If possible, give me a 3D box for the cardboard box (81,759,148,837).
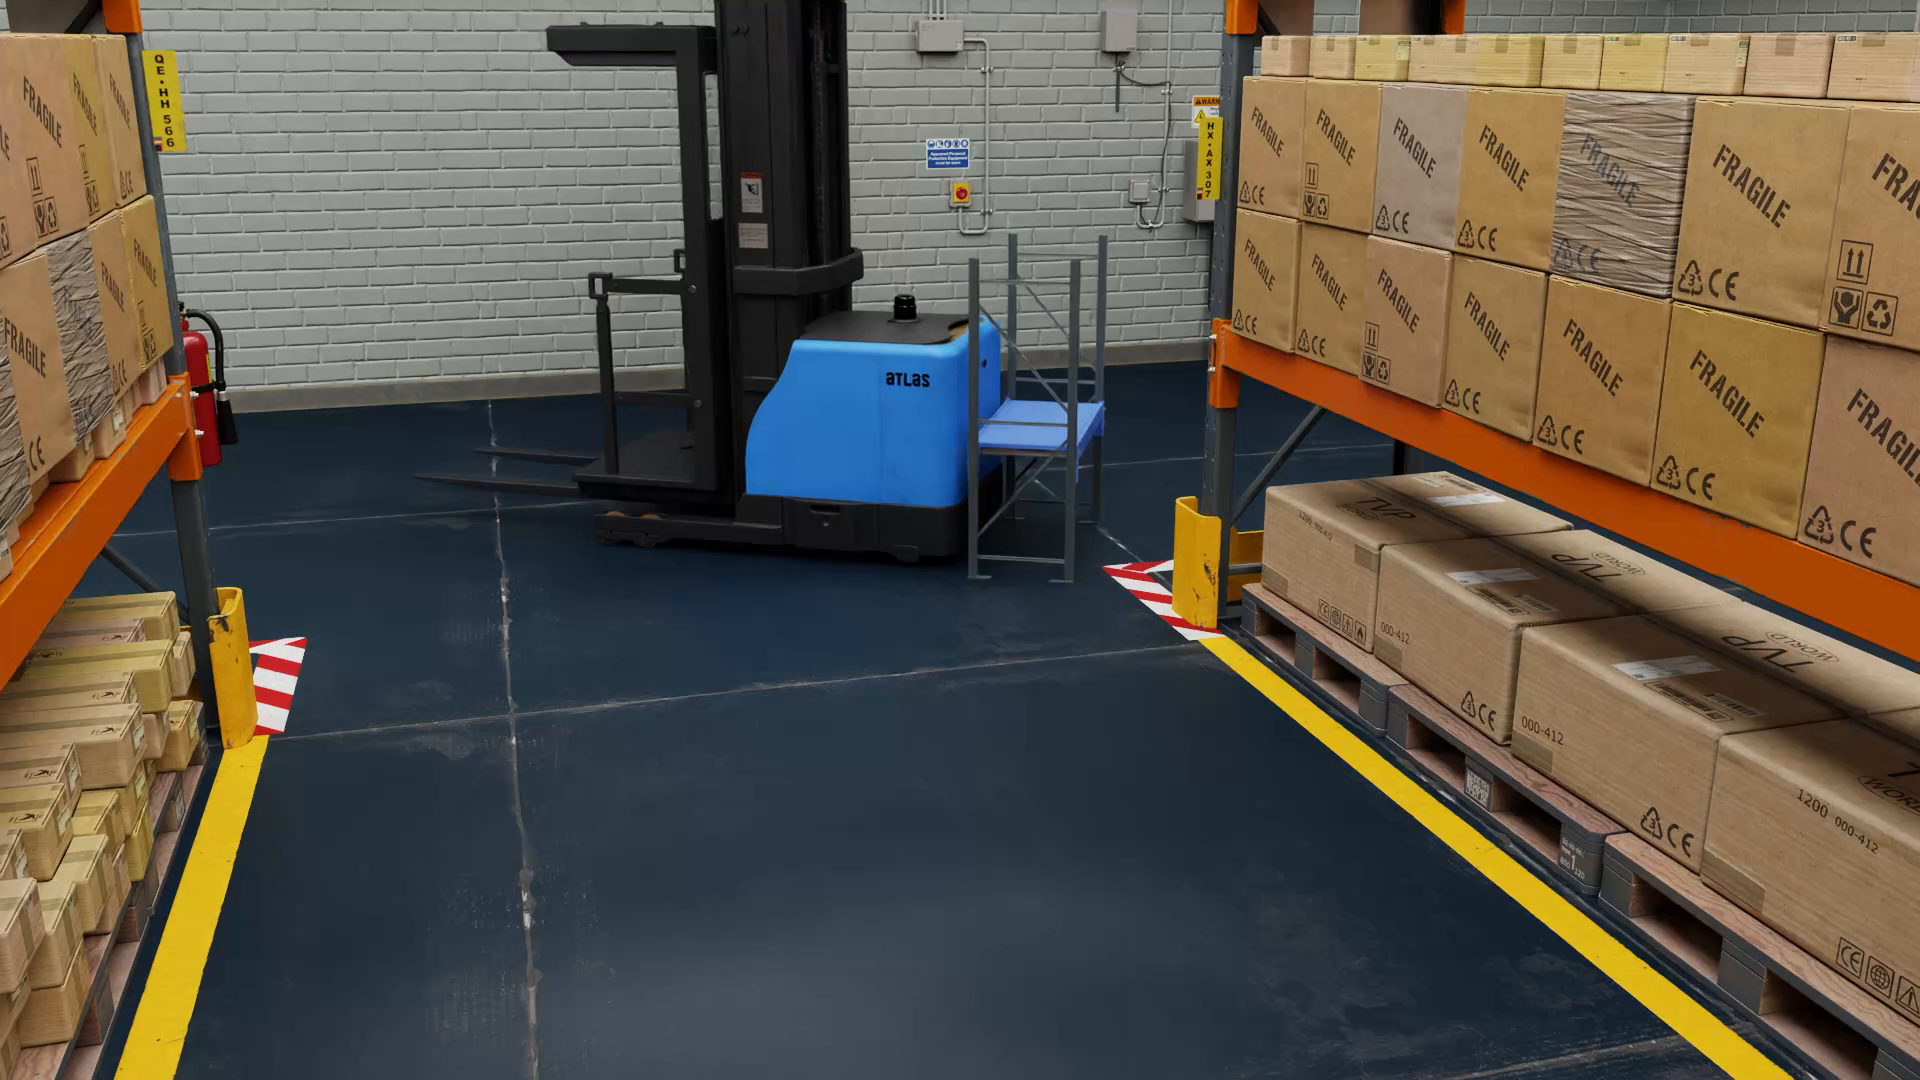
[{"bbox_3d":[-2.466,0.716,4.564,0.380,0.149,0.250,-4,17,-14],"label":"cardboard box"}]

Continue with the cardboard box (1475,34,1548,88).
[{"bbox_3d":[1.764,-1.420,4.925,0.380,0.149,0.250,-5,17,-17],"label":"cardboard box"}]

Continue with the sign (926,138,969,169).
[{"bbox_3d":[-0.089,-2.835,12.206,0.327,0.218,0.001,-5,17,-15],"label":"sign"}]

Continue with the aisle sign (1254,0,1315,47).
[{"bbox_3d":[1.248,-2.377,6.631,0.394,0.787,0.004,-5,17,-15],"label":"aisle sign"}]

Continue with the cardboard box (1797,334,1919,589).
[{"bbox_3d":[2.273,-0.184,3.677,0.500,0.500,0.500,-5,17,-15],"label":"cardboard box"}]

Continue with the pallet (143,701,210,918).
[{"bbox_3d":[-2.975,0.869,5.193,1.003,0.211,1.213,-5,17,-15],"label":"pallet"}]

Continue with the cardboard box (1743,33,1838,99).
[{"bbox_3d":[2.141,-1.145,4.012,0.380,0.149,0.250,-5,17,-16],"label":"cardboard box"}]

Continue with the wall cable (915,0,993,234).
[{"bbox_3d":[-0.025,-3.194,12.051,0.585,1.953,0.123,-5,17,-15],"label":"wall cable"}]

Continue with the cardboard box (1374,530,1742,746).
[{"bbox_3d":[2.084,0.319,5.901,0.875,0.438,0.875,-4,17,-14],"label":"cardboard box"}]

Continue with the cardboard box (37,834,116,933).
[{"bbox_3d":[-2.311,0.862,4.076,0.380,0.149,0.250,-5,17,-15],"label":"cardboard box"}]

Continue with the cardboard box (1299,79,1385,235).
[{"bbox_3d":[1.553,-1.364,5.866,0.500,0.500,0.500,-5,17,-17],"label":"cardboard box"}]

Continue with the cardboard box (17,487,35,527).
[{"bbox_3d":[-2.466,-0.092,3.980,0.380,0.149,0.250,-4,17,-14],"label":"cardboard box"}]

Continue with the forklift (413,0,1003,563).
[{"bbox_3d":[-1.350,-1.508,8.376,3.031,2.935,1.130,4,17,14],"label":"forklift"}]

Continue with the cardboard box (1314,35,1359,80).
[{"bbox_3d":[1.480,-1.704,5.872,0.380,0.149,0.250,-4,17,-14],"label":"cardboard box"}]

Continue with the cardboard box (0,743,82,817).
[{"bbox_3d":[-2.485,0.654,4.251,0.380,0.149,0.250,-5,18,-17],"label":"cardboard box"}]

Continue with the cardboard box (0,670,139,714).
[{"bbox_3d":[-2.578,0.503,4.756,0.380,0.149,0.250,-5,18,-17],"label":"cardboard box"}]

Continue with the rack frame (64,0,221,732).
[{"bbox_3d":[-3.185,-0.715,5.619,1.000,3.000,0.127,-5,17,-15],"label":"rack frame"}]

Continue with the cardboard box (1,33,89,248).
[{"bbox_3d":[-2.529,-0.994,4.119,0.500,0.500,0.500,-4,17,-12],"label":"cardboard box"}]

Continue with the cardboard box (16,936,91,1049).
[{"bbox_3d":[-2.272,1.074,3.889,0.380,0.149,0.250,-5,17,-17],"label":"cardboard box"}]

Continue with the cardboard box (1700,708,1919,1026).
[{"bbox_3d":[2.577,0.816,4.246,0.875,0.438,0.875,-5,17,-16],"label":"cardboard box"}]

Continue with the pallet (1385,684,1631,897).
[{"bbox_3d":[2.173,0.753,5.579,1.003,0.211,1.213,-5,17,-15],"label":"pallet"}]

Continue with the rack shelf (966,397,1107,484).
[{"bbox_3d":[0.389,-0.500,8.136,0.538,0.185,1.000,3,17,11],"label":"rack shelf"}]

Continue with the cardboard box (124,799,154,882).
[{"bbox_3d":[-2.471,0.854,4.621,0.380,0.149,0.250,-6,18,-18],"label":"cardboard box"}]

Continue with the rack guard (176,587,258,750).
[{"bbox_3d":[-3.164,0.503,5.909,1.175,0.500,0.348,-5,17,-15],"label":"rack guard"}]

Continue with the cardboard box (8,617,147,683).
[{"bbox_3d":[-2.782,0.365,5.216,0.380,0.149,0.250,-4,17,-14],"label":"cardboard box"}]

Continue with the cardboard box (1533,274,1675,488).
[{"bbox_3d":[1.974,-0.464,4.608,0.500,0.500,0.500,-5,17,-16],"label":"cardboard box"}]

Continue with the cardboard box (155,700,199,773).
[{"bbox_3d":[-2.672,0.641,5.329,0.380,0.149,0.250,-4,17,-14],"label":"cardboard box"}]

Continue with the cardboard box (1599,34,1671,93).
[{"bbox_3d":[1.965,-1.284,4.474,0.380,0.149,0.250,-5,17,-16],"label":"cardboard box"}]

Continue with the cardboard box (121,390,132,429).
[{"bbox_3d":[-2.708,-0.387,4.964,0.380,0.149,0.250,-5,17,-16],"label":"cardboard box"}]

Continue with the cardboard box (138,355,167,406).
[{"bbox_3d":[-2.824,-0.527,5.429,0.380,0.149,0.250,-5,17,-15],"label":"cardboard box"}]

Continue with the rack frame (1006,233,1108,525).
[{"bbox_3d":[0.491,-0.816,8.561,0.500,1.500,0.032,3,17,11],"label":"rack frame"}]

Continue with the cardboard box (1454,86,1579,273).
[{"bbox_3d":[1.840,-1.084,4.935,0.500,0.500,0.500,-5,17,-15],"label":"cardboard box"}]

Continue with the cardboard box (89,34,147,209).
[{"bbox_3d":[-2.820,-1.278,5.062,0.500,0.500,0.500,-5,17,-16],"label":"cardboard box"}]

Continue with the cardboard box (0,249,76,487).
[{"bbox_3d":[-2.402,-0.381,3.814,0.500,0.500,0.500,-4,17,-12],"label":"cardboard box"}]

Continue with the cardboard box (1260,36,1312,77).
[{"bbox_3d":[1.378,-1.852,6.364,0.380,0.149,0.250,-4,17,-14],"label":"cardboard box"}]

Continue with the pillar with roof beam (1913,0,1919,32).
[{"bbox_3d":[2.305,-4.878,9.049,9.100,9.000,0.400,-5,17,-15],"label":"pillar with roof beam"}]

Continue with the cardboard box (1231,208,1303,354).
[{"bbox_3d":[1.403,-1.027,6.483,0.500,0.500,0.500,-5,17,-16],"label":"cardboard box"}]

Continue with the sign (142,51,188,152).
[{"bbox_3d":[-2.646,-1.459,5.535,0.100,0.325,0.005,-5,17,-15],"label":"sign"}]

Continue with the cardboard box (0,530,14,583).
[{"bbox_3d":[-2.258,0.047,3.519,0.380,0.149,0.250,-4,17,-13],"label":"cardboard box"}]

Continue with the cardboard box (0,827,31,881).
[{"bbox_3d":[-2.356,0.796,3.780,0.380,0.149,0.250,-5,18,-18],"label":"cardboard box"}]

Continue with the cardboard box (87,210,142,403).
[{"bbox_3d":[-2.677,-0.659,4.740,0.500,0.500,0.500,-5,17,-16],"label":"cardboard box"}]

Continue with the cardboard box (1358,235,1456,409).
[{"bbox_3d":[1.691,-0.747,5.551,0.500,0.500,0.500,-5,17,-16],"label":"cardboard box"}]

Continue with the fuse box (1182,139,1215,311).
[{"bbox_3d":[2.035,-2.201,12.805,0.539,1.711,0.414,-5,17,-15],"label":"fuse box"}]

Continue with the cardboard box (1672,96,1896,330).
[{"bbox_3d":[2.119,-0.805,4.005,0.500,0.500,0.500,-5,17,-16],"label":"cardboard box"}]

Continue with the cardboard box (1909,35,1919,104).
[{"bbox_3d":[2.287,-1.007,3.551,0.380,0.149,0.250,-4,17,-14],"label":"cardboard box"}]

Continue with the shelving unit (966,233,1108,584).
[{"bbox_3d":[0.389,-0.673,8.084,0.538,1.500,1.048,3,17,11],"label":"shelving unit"}]

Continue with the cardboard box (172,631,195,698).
[{"bbox_3d":[-2.765,0.430,5.515,0.380,0.149,0.250,-5,17,-17],"label":"cardboard box"}]

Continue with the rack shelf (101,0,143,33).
[{"bbox_3d":[-2.635,-1.254,3.449,1.077,0.370,4.000,-5,17,-15],"label":"rack shelf"}]

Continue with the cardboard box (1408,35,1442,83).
[{"bbox_3d":[1.692,-1.564,5.406,0.380,0.149,0.250,-5,17,-15],"label":"cardboard box"}]

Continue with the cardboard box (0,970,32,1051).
[{"bbox_3d":[-2.259,1.007,3.594,0.380,0.149,0.250,-4,17,-13],"label":"cardboard box"}]

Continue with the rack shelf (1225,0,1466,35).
[{"bbox_3d":[2.096,-1.673,4.845,1.077,0.370,4.000,-5,17,-15],"label":"rack shelf"}]

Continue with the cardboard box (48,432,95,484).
[{"bbox_3d":[-2.571,-0.243,4.484,0.380,0.149,0.250,-6,18,-18],"label":"cardboard box"}]
